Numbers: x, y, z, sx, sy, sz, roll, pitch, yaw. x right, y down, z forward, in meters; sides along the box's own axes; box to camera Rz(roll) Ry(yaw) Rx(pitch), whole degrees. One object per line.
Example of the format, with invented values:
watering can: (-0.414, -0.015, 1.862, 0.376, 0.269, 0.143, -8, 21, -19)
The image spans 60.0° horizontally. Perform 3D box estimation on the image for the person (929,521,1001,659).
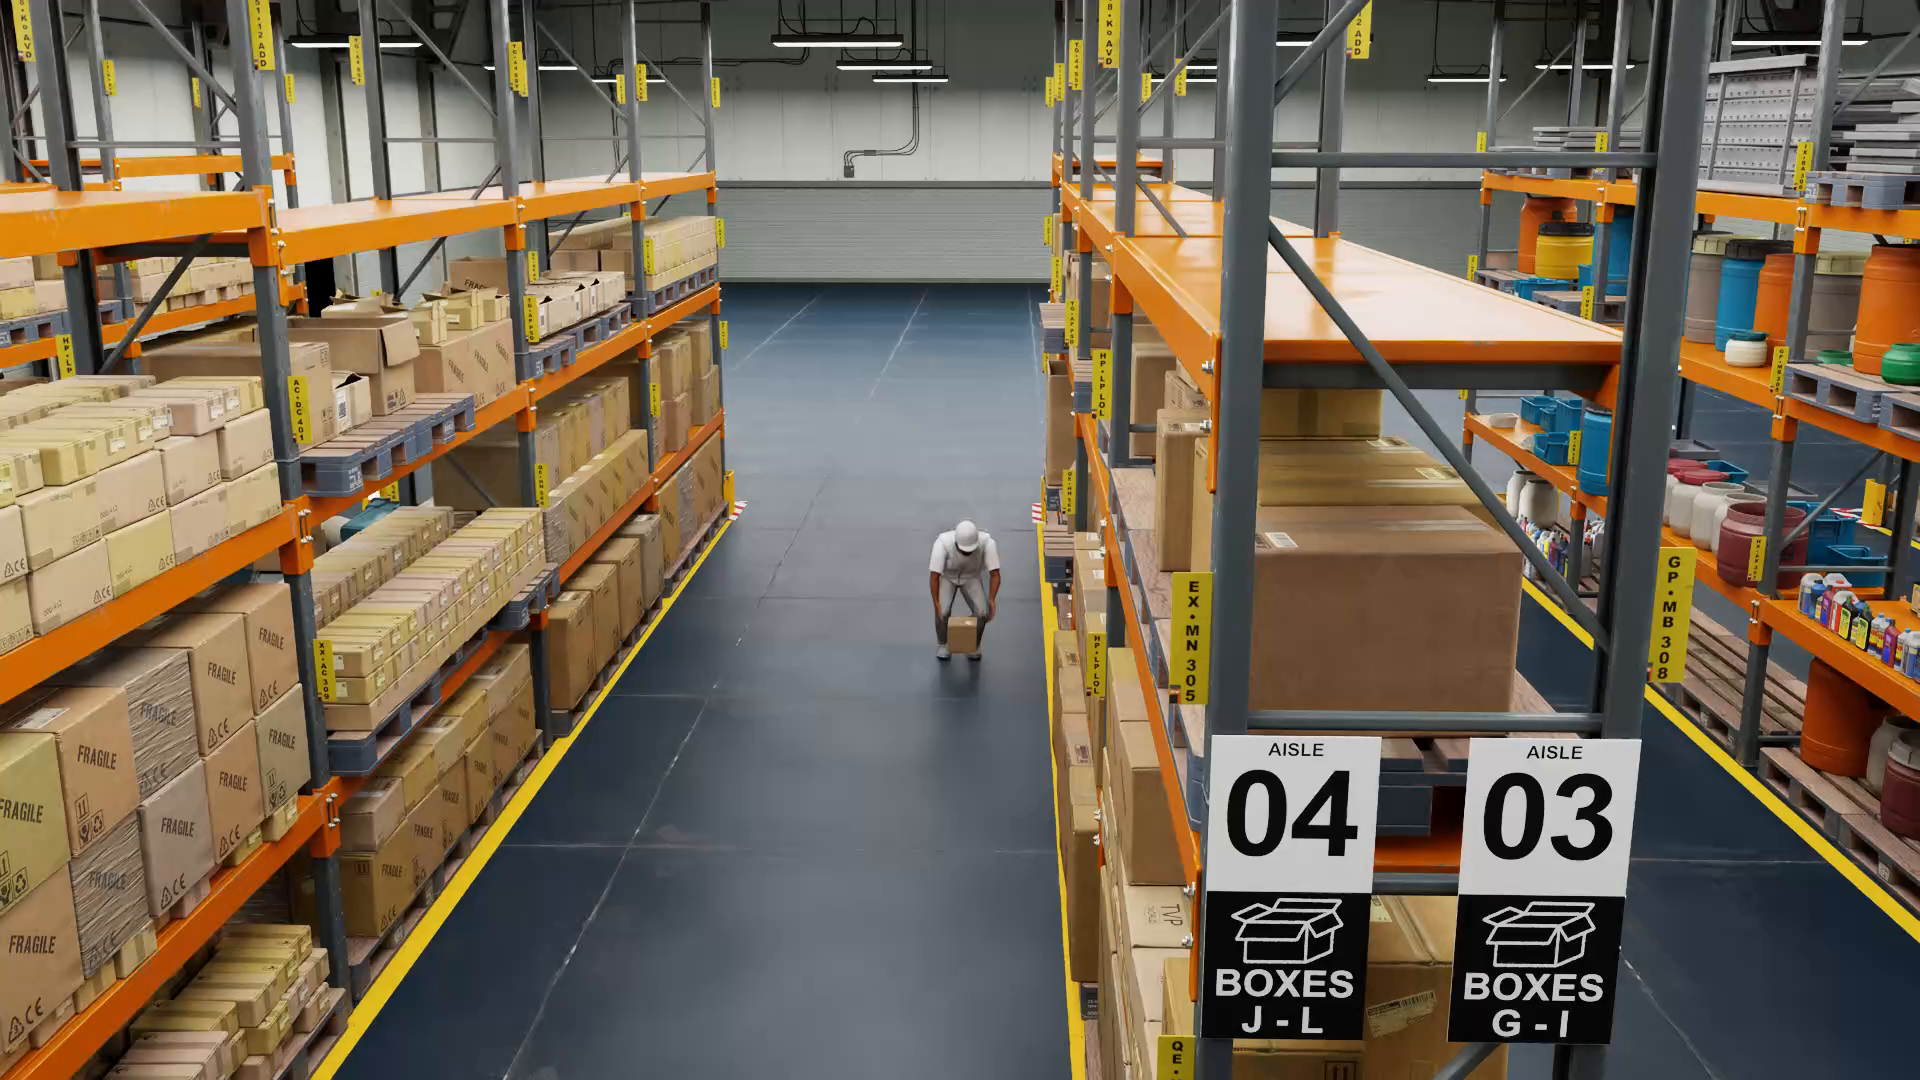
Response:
person: (0.040, 0.409, 14.731, 0.630, 1.317, 0.802, -1, 14, -2)
